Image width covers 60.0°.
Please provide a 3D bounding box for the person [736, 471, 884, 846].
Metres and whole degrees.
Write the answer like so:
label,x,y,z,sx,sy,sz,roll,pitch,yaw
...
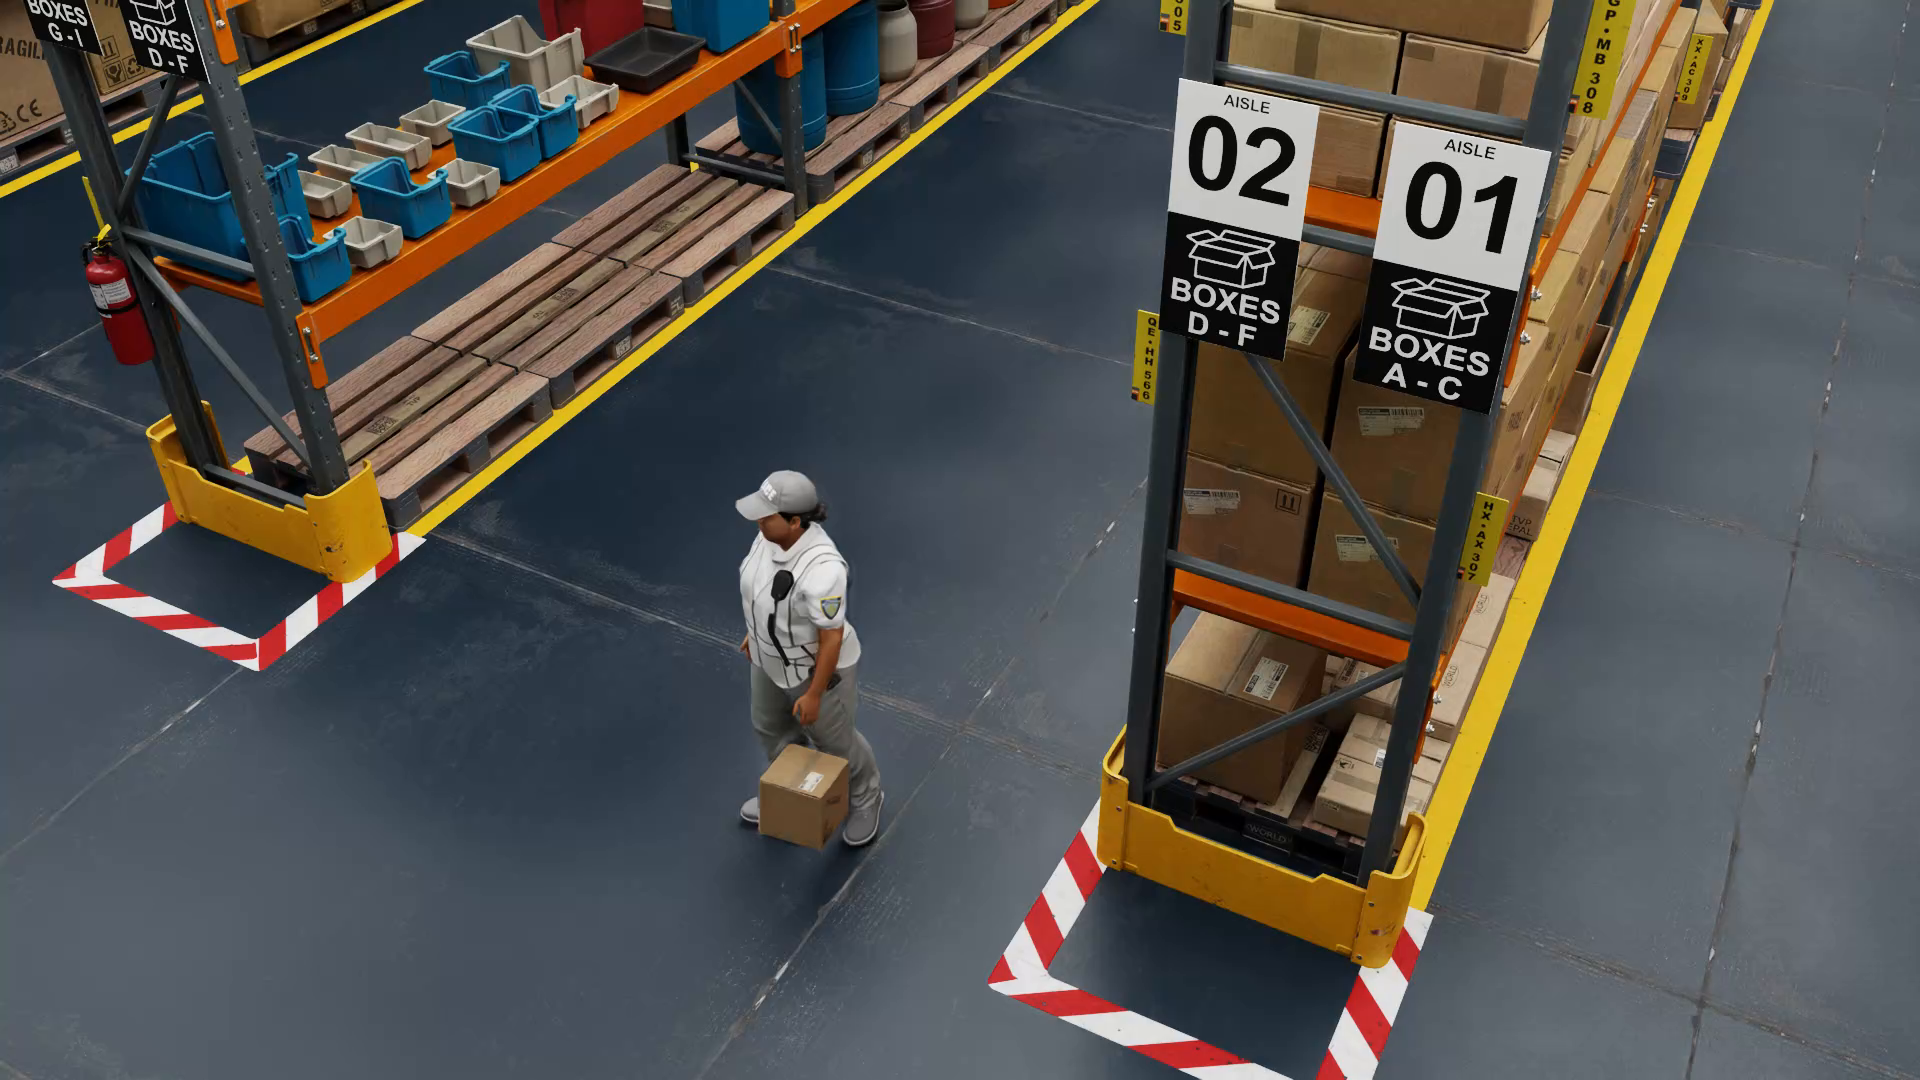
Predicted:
label,x,y,z,sx,sy,sz,roll,pitch,yaw
person,-0.582,0.444,6.180,0.524,1.664,0.540,-23,44,-27
